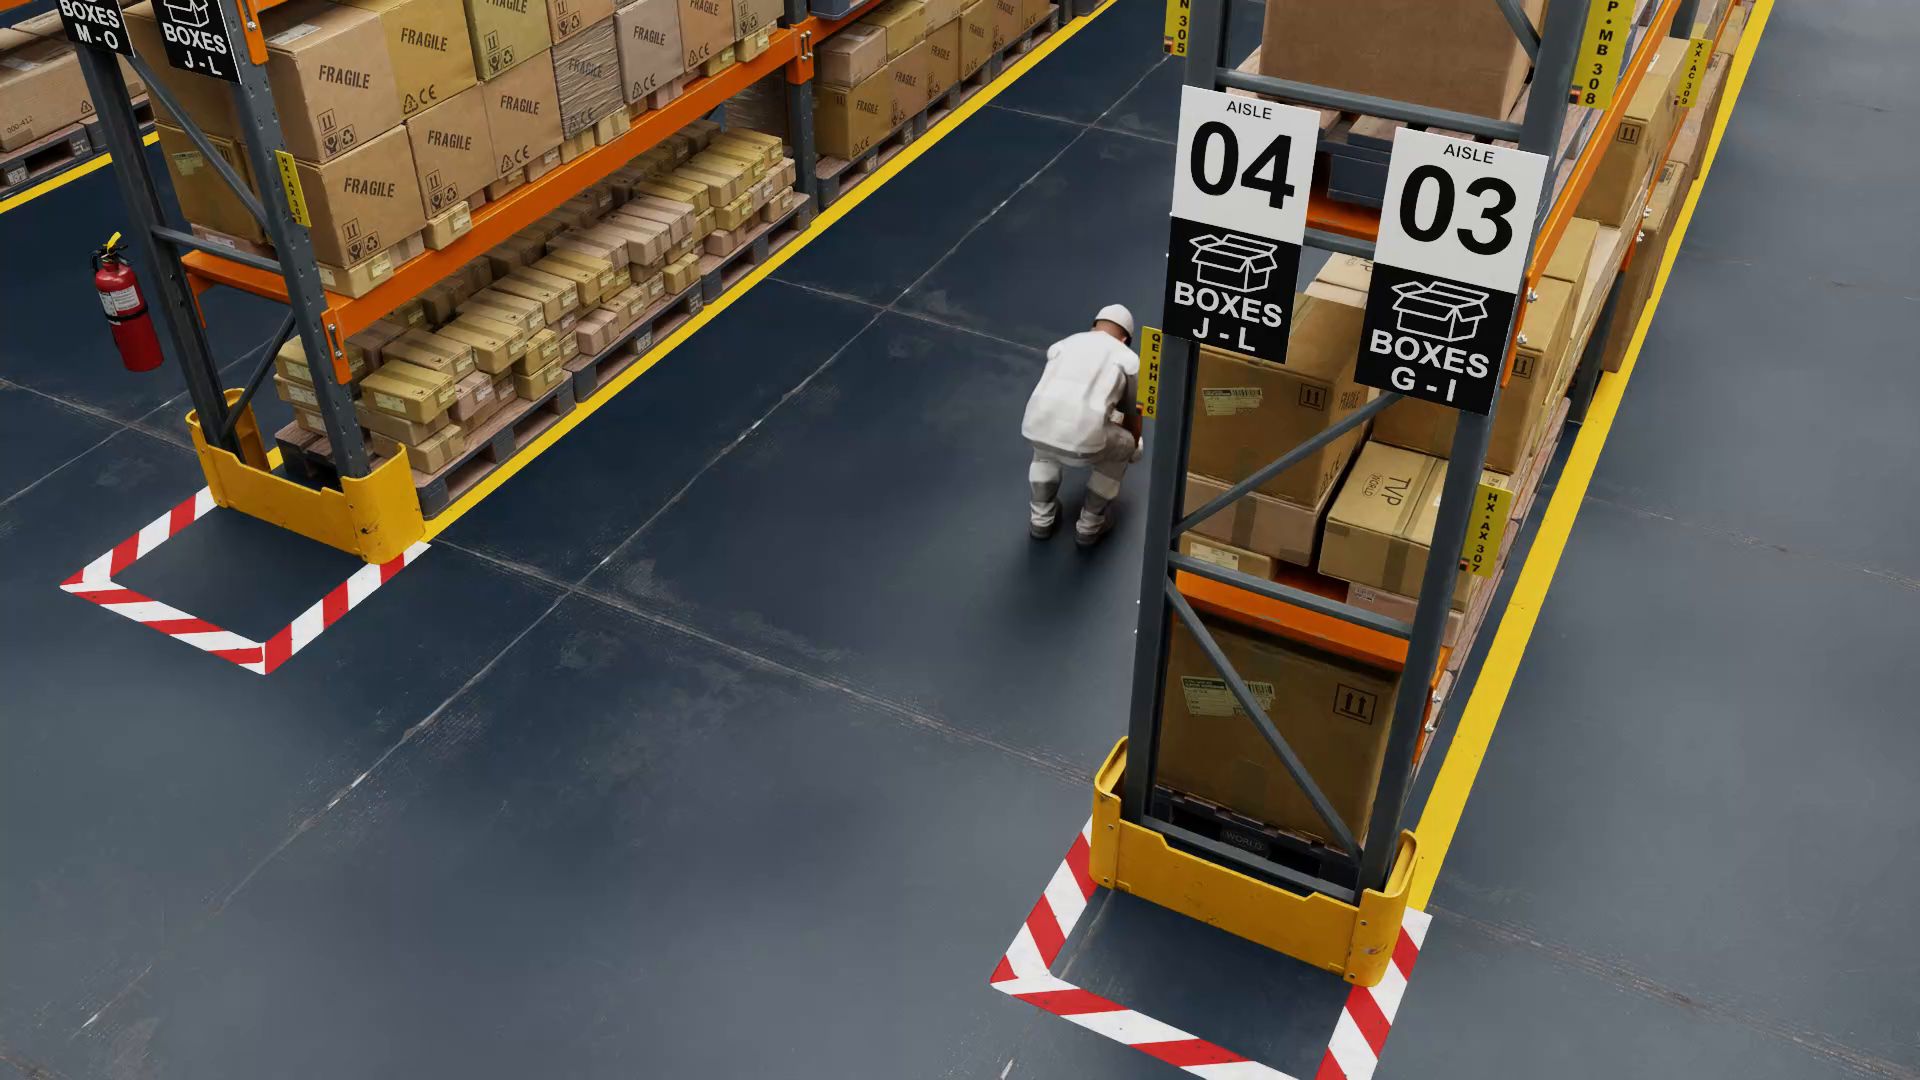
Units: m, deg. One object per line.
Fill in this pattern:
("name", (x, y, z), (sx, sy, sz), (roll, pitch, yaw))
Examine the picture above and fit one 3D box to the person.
("person", (0.607, -0.527, 8.065), (0.530, 0.994, 0.952), (16, 40, 20))
